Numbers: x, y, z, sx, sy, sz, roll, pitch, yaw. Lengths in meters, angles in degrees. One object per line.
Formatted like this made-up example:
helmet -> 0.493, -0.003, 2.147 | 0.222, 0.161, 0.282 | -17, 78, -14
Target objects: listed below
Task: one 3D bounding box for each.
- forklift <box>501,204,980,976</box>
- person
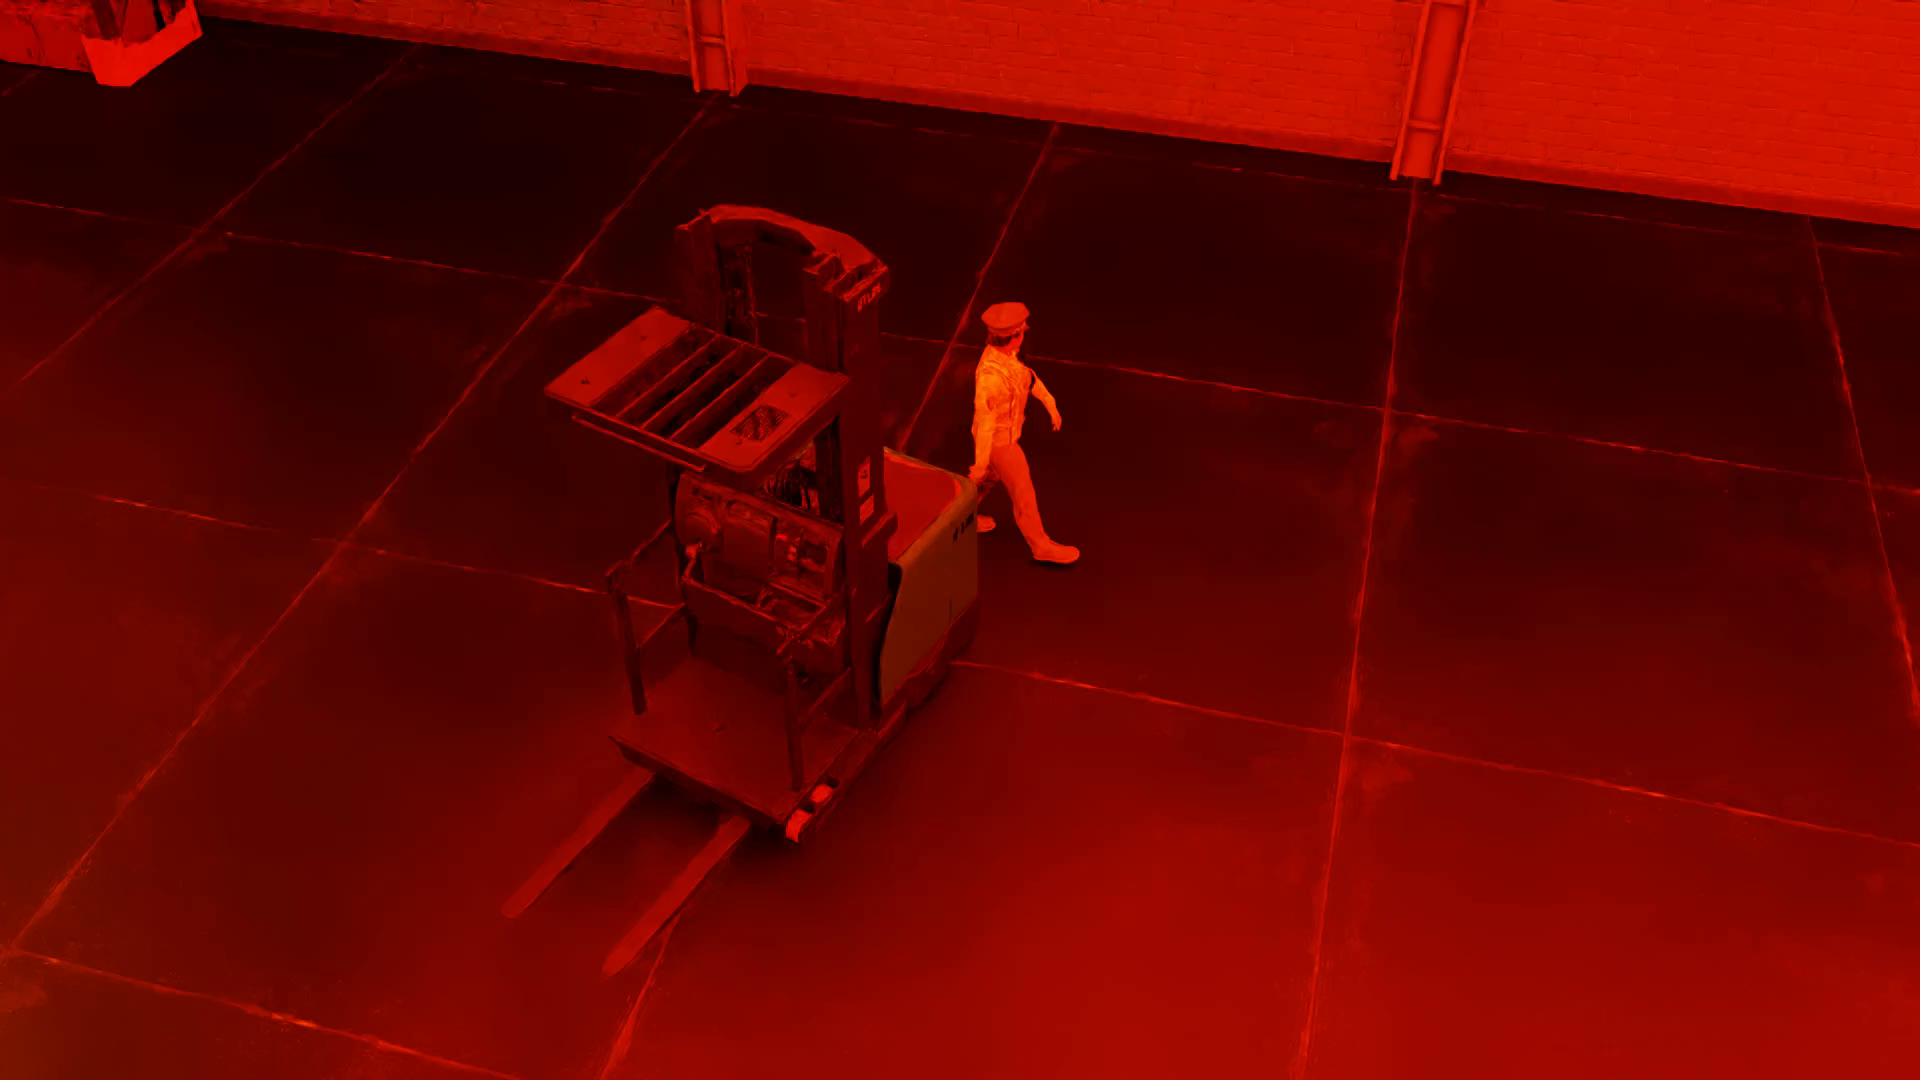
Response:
forklift -> -1.079, 0.064, 7.789 | 1.130, 2.935, 3.031 | 22, 46, 23
person -> 0.320, -0.590, 9.479 | 0.830, 1.619, 0.617 | 7, 42, 8
